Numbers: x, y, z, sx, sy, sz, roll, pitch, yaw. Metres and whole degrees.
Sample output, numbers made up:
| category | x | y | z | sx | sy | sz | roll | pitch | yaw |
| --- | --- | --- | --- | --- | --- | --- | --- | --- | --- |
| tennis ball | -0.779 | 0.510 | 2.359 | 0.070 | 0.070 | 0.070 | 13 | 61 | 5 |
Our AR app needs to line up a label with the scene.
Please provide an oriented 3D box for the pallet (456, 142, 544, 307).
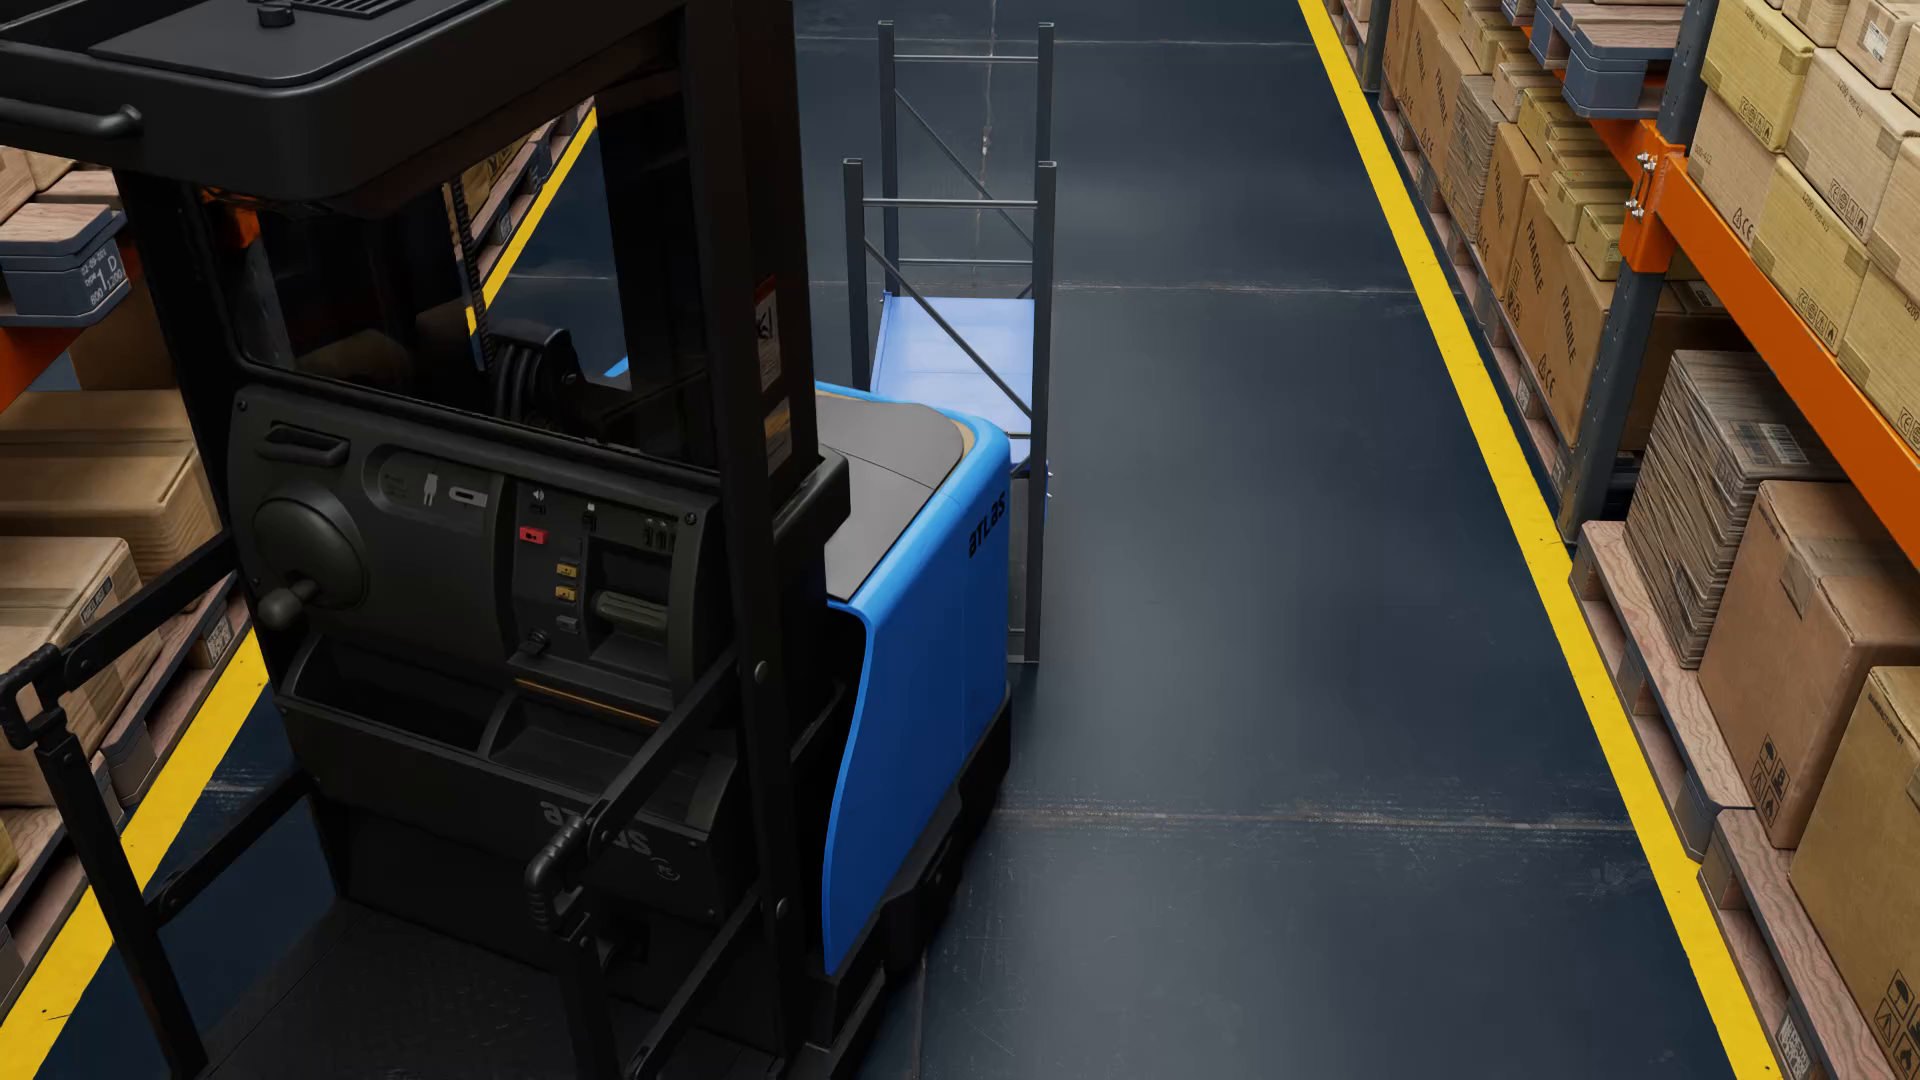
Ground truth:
| category | x | y | z | sx | sy | sz | roll | pitch | yaw |
| --- | --- | --- | --- | --- | --- | --- | --- | --- | --- |
| pallet | -2.400 | -1.352 | 6.990 | 1.003 | 0.211 | 1.213 | 1 | 35 | 2 |

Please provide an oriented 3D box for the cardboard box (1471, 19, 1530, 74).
| category | x | y | z | sx | sy | sz | roll | pitch | yaw |
| --- | --- | --- | --- | --- | --- | --- | --- | --- | --- |
| cardboard box | 2.292 | -1.991 | 6.719 | 0.380 | 0.149 | 0.250 | 3 | 35 | 4 |

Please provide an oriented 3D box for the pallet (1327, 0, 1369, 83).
| category | x | y | z | sx | sy | sz | roll | pitch | yaw |
| --- | --- | --- | --- | --- | --- | --- | --- | --- | --- |
| pallet | 2.590 | -2.782 | 9.025 | 1.003 | 0.211 | 1.213 | 1 | 35 | 2 |

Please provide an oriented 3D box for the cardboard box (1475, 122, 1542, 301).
| category | x | y | z | sx | sy | sz | roll | pitch | yaw |
| --- | --- | --- | --- | --- | --- | --- | --- | --- | --- |
| cardboard box | 2.252 | -1.215 | 6.179 | 0.500 | 0.500 | 0.500 | 3 | 35 | 4 |

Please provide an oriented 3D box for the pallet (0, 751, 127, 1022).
| category | x | y | z | sx | sy | sz | roll | pitch | yaw |
| --- | --- | --- | --- | --- | --- | --- | --- | --- | --- |
| pallet | -2.643 | 0.946 | 3.720 | 1.003 | 0.211 | 1.213 | 1 | 35 | 2 |

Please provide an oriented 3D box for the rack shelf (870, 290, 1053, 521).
| category | x | y | z | sx | sy | sz | roll | pitch | yaw |
| --- | --- | --- | --- | --- | --- | --- | --- | --- | --- |
| rack shelf | -0.003 | -0.417 | 4.852 | 0.538 | 0.185 | 1.000 | 1 | 35 | 2 |

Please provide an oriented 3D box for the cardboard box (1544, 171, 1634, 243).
| category | x | y | z | sx | sy | sz | roll | pitch | yaw |
| --- | --- | --- | --- | --- | --- | --- | --- | --- | --- |
| cardboard box | 2.148 | -1.092 | 5.439 | 0.380 | 0.149 | 0.250 | 0 | 35 | -1 |

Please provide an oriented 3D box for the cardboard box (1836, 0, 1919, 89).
| category | x | y | z | sx | sy | sz | roll | pitch | yaw |
| --- | --- | --- | --- | --- | --- | --- | --- | --- | --- |
| cardboard box | 2.100 | -1.058 | 3.496 | 0.380 | 0.149 | 0.250 | 2 | 35 | 3 |

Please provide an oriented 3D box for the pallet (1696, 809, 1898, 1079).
| category | x | y | z | sx | sy | sz | roll | pitch | yaw |
| --- | --- | --- | --- | --- | --- | --- | --- | --- | --- |
| pallet | 2.277 | 1.082 | 3.527 | 1.003 | 0.211 | 1.213 | 1 | 35 | 2 |

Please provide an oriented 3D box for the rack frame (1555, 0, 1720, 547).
| category | x | y | z | sx | sy | sz | roll | pitch | yaw |
| --- | --- | --- | --- | --- | --- | --- | --- | --- | --- |
| rack frame | 2.401 | -1.230 | 4.391 | 1.000 | 3.000 | 0.127 | 1 | 35 | 2 |

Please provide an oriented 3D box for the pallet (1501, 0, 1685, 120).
| category | x | y | z | sx | sy | sz | roll | pitch | yaw |
| --- | --- | --- | --- | --- | --- | --- | --- | --- | --- |
| pallet | 2.358 | -1.542 | 5.003 | 1.213 | 0.211 | 1.003 | 1 | 35 | 2 |

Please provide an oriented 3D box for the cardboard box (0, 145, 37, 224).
| category | x | y | z | sx | sy | sz | roll | pitch | yaw |
| --- | --- | --- | --- | --- | --- | --- | --- | --- | --- |
| cardboard box | -2.259 | -0.772 | 3.593 | 0.380 | 0.149 | 0.250 | 0 | 35 | 0 |

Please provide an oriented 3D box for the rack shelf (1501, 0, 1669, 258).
| category | x | y | z | sx | sy | sz | roll | pitch | yaw |
| --- | --- | --- | --- | --- | --- | --- | --- | --- | --- |
| rack shelf | 2.481 | -2.085 | 6.233 | 1.077 | 0.370 | 4.000 | 1 | 35 | 2 |

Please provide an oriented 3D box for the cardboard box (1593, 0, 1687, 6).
| category | x | y | z | sx | sy | sz | roll | pitch | yaw |
| --- | --- | --- | --- | --- | --- | --- | --- | --- | --- |
| cardboard box | 2.044 | -1.685 | 4.892 | 0.380 | 0.149 | 0.250 | 2 | 35 | 3 |

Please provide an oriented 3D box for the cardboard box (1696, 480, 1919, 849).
| category | x | y | z | sx | sy | sz | roll | pitch | yaw |
| --- | --- | --- | --- | --- | --- | --- | --- | --- | --- |
| cardboard box | 2.344 | 0.303 | 3.909 | 0.875 | 0.625 | 0.625 | 2 | 35 | 3 |

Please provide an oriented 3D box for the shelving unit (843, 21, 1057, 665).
| category | x | y | z | sx | sy | sz | roll | pitch | yaw |
| --- | --- | --- | --- | --- | --- | --- | --- | --- | --- |
| shelving unit | -0.003 | -0.565 | 4.749 | 0.538 | 1.500 | 1.048 | 1 | 35 | 2 |

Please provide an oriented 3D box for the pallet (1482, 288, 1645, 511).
| category | x | y | z | sx | sy | sz | roll | pitch | yaw |
| --- | --- | --- | --- | --- | --- | --- | --- | --- | --- |
| pallet | 2.469 | -0.517 | 5.802 | 1.003 | 0.211 | 1.213 | 1 | 35 | 2 |

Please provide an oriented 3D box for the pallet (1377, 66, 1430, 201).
| category | x | y | z | sx | sy | sz | roll | pitch | yaw |
| --- | --- | --- | --- | --- | --- | --- | --- | --- | --- |
| pallet | 2.567 | -1.919 | 7.797 | 1.003 | 0.211 | 1.213 | 1 | 35 | 2 |

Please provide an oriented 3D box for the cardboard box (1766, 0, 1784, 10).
| category | x | y | z | sx | sy | sz | roll | pitch | yaw |
| --- | --- | --- | --- | --- | --- | --- | --- | --- | --- |
| cardboard box | 2.094 | -1.360 | 3.925 | 0.380 | 0.149 | 0.250 | 2 | 35 | 3 |

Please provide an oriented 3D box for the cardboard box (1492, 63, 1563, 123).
| category | x | y | z | sx | sy | sz | roll | pitch | yaw |
| --- | --- | --- | --- | --- | --- | --- | --- | --- | --- |
| cardboard box | 2.249 | -1.695 | 6.298 | 0.380 | 0.149 | 0.250 | 0 | 35 | 0 |

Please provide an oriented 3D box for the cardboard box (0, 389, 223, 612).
| category | x | y | z | sx | sy | sz | roll | pitch | yaw |
| --- | --- | --- | --- | --- | --- | --- | --- | --- | --- |
| cardboard box | -2.591 | -0.115 | 4.725 | 0.950 | 0.372 | 0.625 | -1 | 35 | -1 |

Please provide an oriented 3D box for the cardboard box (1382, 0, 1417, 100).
| category | x | y | z | sx | sy | sz | roll | pitch | yaw |
| --- | --- | --- | --- | --- | --- | --- | --- | --- | --- |
| cardboard box | 2.317 | -2.404 | 7.871 | 0.500 | 0.500 | 0.500 | 3 | 35 | 4 |

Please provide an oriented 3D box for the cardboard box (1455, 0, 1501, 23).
| category | x | y | z | sx | sy | sz | roll | pitch | yaw |
| --- | --- | --- | --- | --- | --- | --- | --- | --- | --- |
| cardboard box | 2.351 | -2.276 | 7.125 | 0.380 | 0.149 | 0.250 | 1 | 35 | 1 |

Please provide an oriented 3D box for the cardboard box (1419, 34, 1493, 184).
| category | x | y | z | sx | sy | sz | roll | pitch | yaw |
| --- | --- | --- | --- | --- | --- | --- | --- | --- | --- |
| cardboard box | 2.281 | -1.812 | 7.028 | 0.500 | 0.500 | 0.500 | 0 | 35 | 0 |

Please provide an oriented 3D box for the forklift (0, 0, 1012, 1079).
| category | x | y | z | sx | sy | sz | roll | pitch | yaw |
| --- | --- | --- | --- | --- | --- | --- | --- | --- | --- |
| forklift | -0.911 | 0.081 | 2.586 | 1.130 | 2.935 | 3.031 | 14 | 37 | 19 |

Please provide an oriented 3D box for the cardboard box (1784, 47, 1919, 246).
| category | x | y | z | sx | sy | sz | roll | pitch | yaw |
| --- | --- | --- | --- | --- | --- | --- | --- | --- | --- |
| cardboard box | 2.118 | -0.836 | 3.527 | 0.500 | 0.250 | 0.500 | 2 | 35 | 3 |

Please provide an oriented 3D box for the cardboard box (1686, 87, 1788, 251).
| category | x | y | z | sx | sy | sz | roll | pitch | yaw |
| --- | --- | --- | --- | --- | --- | --- | --- | --- | --- |
| cardboard box | 2.139 | -0.919 | 4.080 | 0.500 | 0.250 | 0.500 | 1 | 35 | 2 |

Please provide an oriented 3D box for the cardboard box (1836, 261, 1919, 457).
| category | x | y | z | sx | sy | sz | roll | pitch | yaw |
| --- | --- | --- | --- | --- | --- | --- | --- | --- | --- |
| cardboard box | 2.100 | -0.334 | 3.247 | 0.500 | 0.250 | 0.500 | 0 | 35 | 0 |

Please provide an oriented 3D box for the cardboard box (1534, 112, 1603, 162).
| category | x | y | z | sx | sy | sz | roll | pitch | yaw |
| --- | --- | --- | --- | --- | --- | --- | --- | --- | --- |
| cardboard box | 2.258 | -1.392 | 5.867 | 0.380 | 0.149 | 0.250 | 2 | 35 | 3 |

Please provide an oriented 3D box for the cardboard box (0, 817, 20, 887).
| category | x | y | z | sx | sy | sz | roll | pitch | yaw |
| --- | --- | --- | --- | --- | --- | --- | --- | --- | --- |
| cardboard box | -2.649 | 0.745 | 3.501 | 0.950 | 0.372 | 0.625 | 2 | 35 | 3 |

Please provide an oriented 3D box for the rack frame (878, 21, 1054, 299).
| category | x | y | z | sx | sy | sz | roll | pitch | yaw |
| --- | --- | --- | --- | --- | --- | --- | --- | --- | --- |
| rack frame | 0.017 | -0.857 | 5.165 | 0.500 | 1.500 | 0.032 | 1 | 35 | 2 |

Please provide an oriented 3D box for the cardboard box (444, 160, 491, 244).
| category | x | y | z | sx | sy | sz | roll | pitch | yaw |
| --- | --- | --- | --- | --- | --- | --- | --- | --- | --- |
| cardboard box | -2.408 | -1.552 | 6.333 | 0.875 | 0.875 | 0.875 | 2 | 35 | 2 |

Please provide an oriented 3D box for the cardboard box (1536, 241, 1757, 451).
| category | x | y | z | sx | sy | sz | roll | pitch | yaw |
| --- | --- | --- | --- | --- | --- | --- | --- | --- | --- |
| cardboard box | 2.203 | -0.627 | 5.342 | 0.500 | 0.500 | 0.500 | 2 | 35 | 3 |

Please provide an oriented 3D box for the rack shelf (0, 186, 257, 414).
| category | x | y | z | sx | sy | sz | roll | pitch | yaw |
| --- | --- | --- | --- | --- | --- | --- | --- | --- | --- |
| rack shelf | -2.639 | 0.101 | 3.123 | 1.077 | 0.370 | 4.000 | 1 | 35 | 2 |
